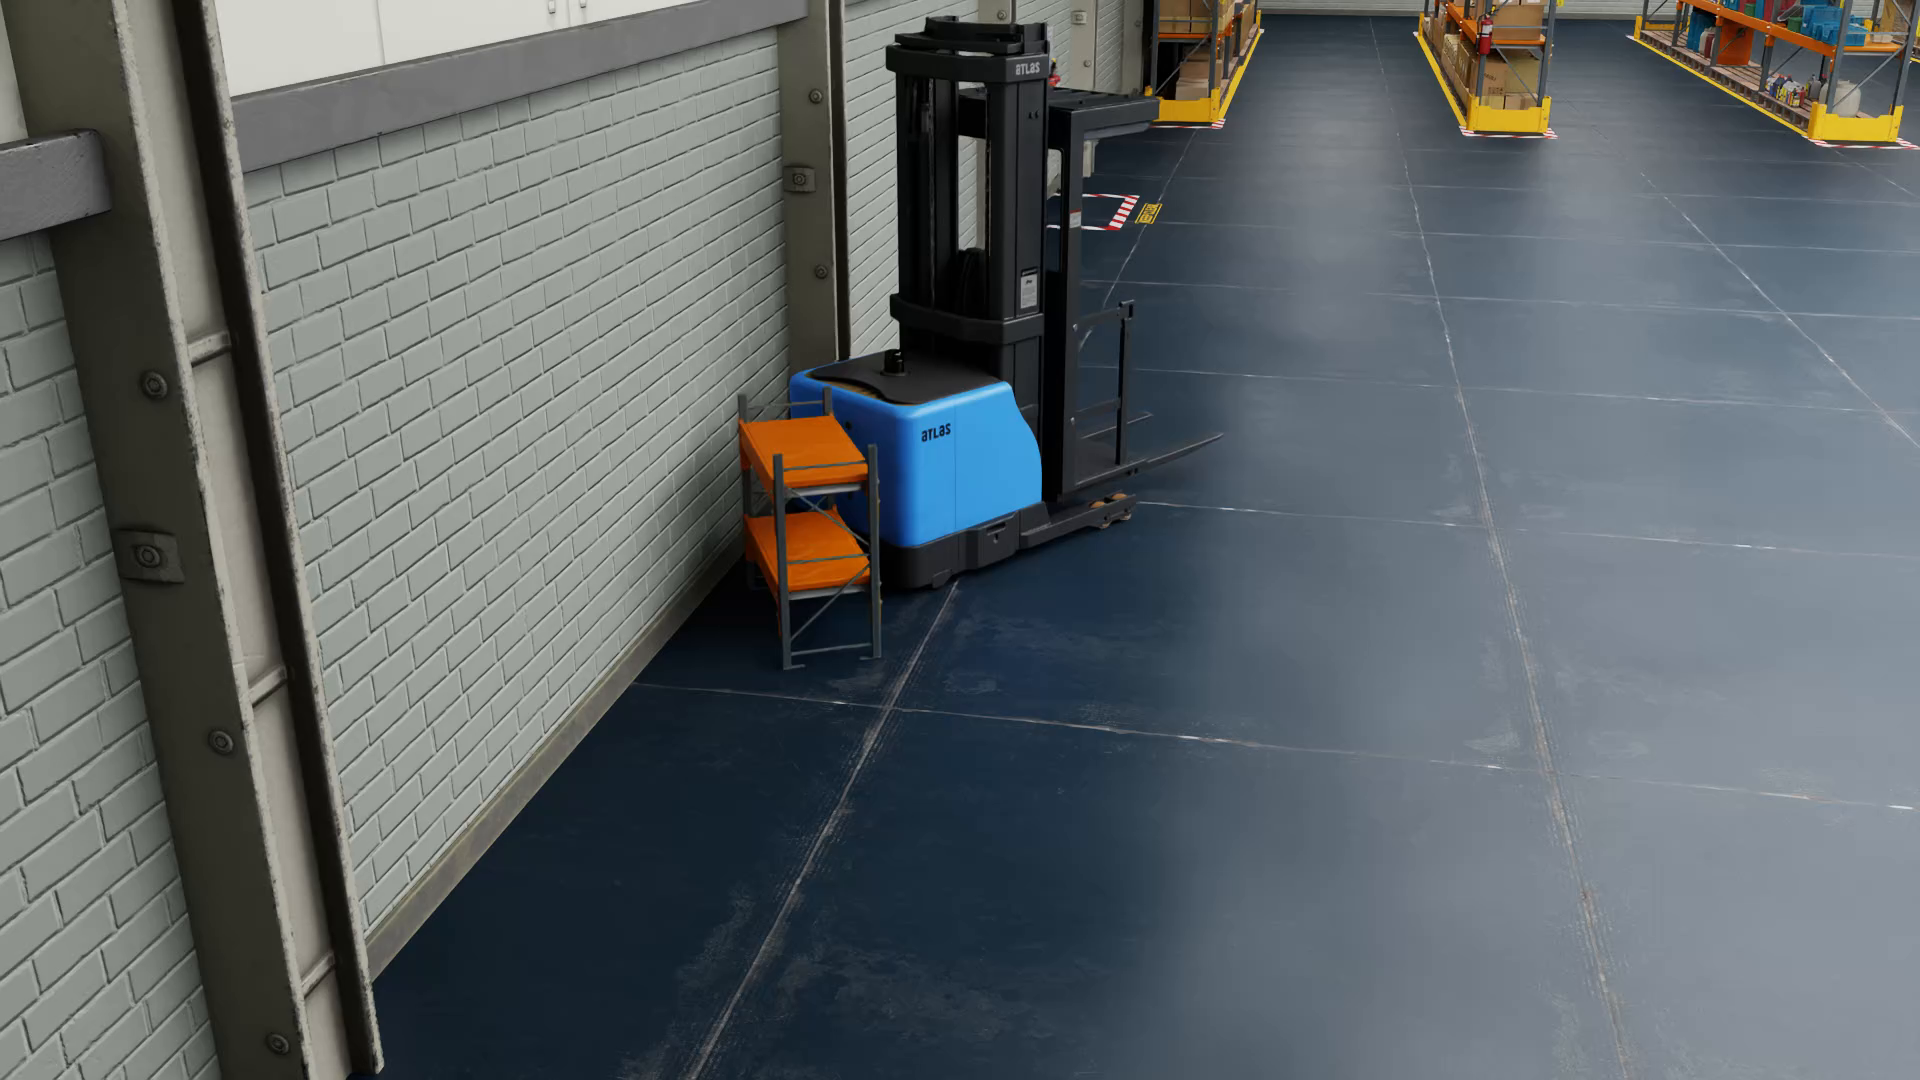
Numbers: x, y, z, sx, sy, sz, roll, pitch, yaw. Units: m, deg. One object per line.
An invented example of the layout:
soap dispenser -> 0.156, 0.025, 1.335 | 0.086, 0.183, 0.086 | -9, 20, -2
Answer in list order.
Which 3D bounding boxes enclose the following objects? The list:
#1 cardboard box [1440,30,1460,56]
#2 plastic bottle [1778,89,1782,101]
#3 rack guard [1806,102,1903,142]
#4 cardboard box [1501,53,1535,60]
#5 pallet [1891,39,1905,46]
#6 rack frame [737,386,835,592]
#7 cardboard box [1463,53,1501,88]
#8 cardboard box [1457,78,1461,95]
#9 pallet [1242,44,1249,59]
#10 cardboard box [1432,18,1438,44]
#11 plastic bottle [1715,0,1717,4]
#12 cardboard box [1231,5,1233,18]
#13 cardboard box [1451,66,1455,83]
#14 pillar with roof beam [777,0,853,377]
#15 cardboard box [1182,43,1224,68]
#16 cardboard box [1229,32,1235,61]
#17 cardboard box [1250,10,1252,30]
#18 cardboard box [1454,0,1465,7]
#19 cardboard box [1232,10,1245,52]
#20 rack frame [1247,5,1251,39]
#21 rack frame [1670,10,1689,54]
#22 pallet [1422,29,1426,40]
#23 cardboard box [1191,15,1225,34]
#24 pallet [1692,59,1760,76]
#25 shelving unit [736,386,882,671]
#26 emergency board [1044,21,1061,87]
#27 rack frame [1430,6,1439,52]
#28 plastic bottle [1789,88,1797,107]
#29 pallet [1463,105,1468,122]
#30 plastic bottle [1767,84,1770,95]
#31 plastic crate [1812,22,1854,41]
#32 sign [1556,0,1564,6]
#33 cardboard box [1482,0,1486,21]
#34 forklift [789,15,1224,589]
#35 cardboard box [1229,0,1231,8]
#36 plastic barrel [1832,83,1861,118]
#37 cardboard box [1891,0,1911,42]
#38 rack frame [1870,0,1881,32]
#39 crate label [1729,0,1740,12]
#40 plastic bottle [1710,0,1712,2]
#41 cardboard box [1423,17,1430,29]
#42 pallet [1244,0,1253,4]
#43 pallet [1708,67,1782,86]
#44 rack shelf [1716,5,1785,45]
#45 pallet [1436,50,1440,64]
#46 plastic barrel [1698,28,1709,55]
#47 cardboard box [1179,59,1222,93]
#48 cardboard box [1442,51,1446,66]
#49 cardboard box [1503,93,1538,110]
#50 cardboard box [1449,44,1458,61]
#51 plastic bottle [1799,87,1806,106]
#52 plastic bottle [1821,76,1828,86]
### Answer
cardboard box -> 9.943, -9.999, 33.423 | 0.500, 0.500, 0.500 | 5, 23, 13
plastic bottle -> 13.324, -7.224, 26.933 | 0.097, 0.201, 0.097 | 0, 22, 0
rack guard -> 13.168, -6.161, 24.483 | 1.175, 0.500, 0.348 | 4, 22, 11
cardboard box -> 8.867, -7.482, 26.530 | 0.500, 0.500, 0.500 | 4, 22, 11
pallet -> 20.974, -10.727, 36.206 | 1.003, 0.211, 1.213 | 4, 22, 11
rack frame -> -0.929, -0.270, 9.019 | 0.500, 1.125, 0.032 | -6, 23, -15
cardboard box -> 8.358, -7.521, 26.629 | 0.500, 0.500, 0.500 | 4, 22, 11
cardboard box -> 8.561, -7.539, 27.677 | 0.500, 0.250, 0.500 | 4, 22, 11
pallet -> 5.618, -10.405, 35.405 | 1.003, 0.211, 1.213 | 4, 22, 11
cardboard box -> 10.461, -10.943, 35.768 | 0.500, 0.500, 0.500 | 3, 22, 8
plastic bottle -> 14.543, -10.426, 31.882 | 0.061, 0.283, 0.133 | 4, 22, 11
cardboard box -> 4.406, -9.070, 28.532 | 0.500, 0.250, 0.500 | 5, 22, 11
cardboard box -> 8.967, -8.225, 29.378 | 0.500, 0.250, 0.500 | 4, 22, 10
pillar with roof beam -> 3.337, -4.238, 8.332 | 9.100, 9.000, 0.400 | 4, 22, 11
cardboard box -> 4.450, -8.823, 30.502 | 0.700, 0.500, 0.500 | 5, 23, 13
cardboard box -> 5.036, -9.748, 32.799 | 0.700, 0.500, 0.500 | 5, 22, 12
cardboard box -> 6.414, -12.105, 38.680 | 0.700, 0.500, 0.500 | 5, 22, 12
cardboard box -> 9.610, -10.241, 31.385 | 0.500, 0.311, 0.500 | 4, 22, 10
cardboard box -> 5.411, -10.427, 34.044 | 0.750, 0.750, 0.750 | 4, 22, 10
rack frame -> 5.948, -12.433, 36.711 | 1.000, 3.000, 0.127 | 4, 22, 11
rack frame -> 15.647, -11.678, 34.835 | 1.000, 3.000, 0.127 | 4, 22, 11
pallet -> 11.438, -11.907, 39.136 | 1.003, 0.211, 1.213 | 4, 22, 11
cardboard box -> 3.910, -8.139, 26.221 | 0.500, 0.250, 0.500 | 4, 22, 9
pallet -> 14.951, -9.213, 32.448 | 1.003, 0.211, 1.213 | 4, 22, 11
shelving unit -> -0.785, -0.088, 8.566 | 0.538, 1.125, 1.048 | -6, 23, -15
emergency board -> 1.030, -5.272, 18.928 | 0.194, 1.169, 0.643 | 4, 22, 11
rack frame -> 10.799, -12.057, 35.776 | 1.000, 3.000, 0.127 | 4, 22, 11
plastic bottle -> 13.150, -6.983, 26.224 | 0.061, 0.283, 0.133 | 5, 22, 12
pallet -> 8.465, -6.658, 26.103 | 1.003, 0.211, 1.213 | 4, 22, 11
plastic bottle -> 13.479, -7.501, 27.620 | 0.097, 0.201, 0.097 | 0, 22, 0
plastic crate -> 13.146, -7.664, 25.066 | 0.499, 0.251, 0.408 | 4, 22, 11
sign -> 8.892, -8.062, 24.592 | 0.100, 0.325, 0.005 | 4, 22, 11
cardboard box -> 8.771, -8.451, 26.688 | 0.700, 0.500, 0.500 | 5, 23, 13
forklift -> 0.435, -1.548, 9.773 | 3.031, 2.935, 1.130 | -20, 29, -40
cardboard box -> 4.207, -9.042, 27.460 | 0.500, 0.500, 0.500 | 5, 23, 13
plastic barrel -> 13.258, -6.577, 24.937 | 0.421, 0.512, 0.421 | 0, 22, 0
cardboard box -> 21.074, -11.400, 36.426 | 0.875, 0.875, 0.875 | 4, 22, 11
rack frame -> 21.312, -12.764, 37.530 | 1.000, 3.000, 0.127 | 4, 22, 11
crate label -> 14.363, -9.889, 30.345 | 0.502, 0.435, 0.616 | 4, 22, 11
plastic bottle -> 14.664, -10.604, 32.340 | 0.097, 0.271, 0.097 | 0, 22, 0
cardboard box -> 11.124, -12.089, 38.946 | 0.500, 0.250, 0.500 | 4, 22, 11
pallet -> 5.091, -10.613, 32.447 | 1.213, 0.211, 1.003 | 4, 22, 11
pallet -> 14.635, -8.642, 31.028 | 1.003, 0.211, 1.213 | 4, 22, 11
rack shelf -> 14.423, -9.150, 29.521 | 1.077, 0.370, 4.000 | 4, 22, 11
pallet -> 10.423, -10.016, 34.440 | 1.003, 0.211, 1.213 | 4, 22, 11
plastic barrel -> 15.172, -10.063, 33.592 | 0.421, 0.512, 0.421 | 0, 22, 0
cardboard box -> 4.044, -7.809, 27.984 | 0.700, 0.500, 0.500 | 3, 22, 8
cardboard box -> 9.486, -9.161, 31.703 | 0.500, 0.250, 0.500 | 4, 22, 9
cardboard box -> 8.677, -6.767, 25.759 | 0.500, 0.250, 0.500 | 4, 22, 11
cardboard box -> 9.172, -8.854, 30.190 | 0.500, 0.311, 0.500 | 4, 22, 11
plastic bottle -> 13.327, -7.021, 26.318 | 0.061, 0.283, 0.133 | 4, 22, 11
plastic bottle -> 14.126, -7.400, 27.170 | 0.144, 0.351, 0.185 | 3, 22, 8
